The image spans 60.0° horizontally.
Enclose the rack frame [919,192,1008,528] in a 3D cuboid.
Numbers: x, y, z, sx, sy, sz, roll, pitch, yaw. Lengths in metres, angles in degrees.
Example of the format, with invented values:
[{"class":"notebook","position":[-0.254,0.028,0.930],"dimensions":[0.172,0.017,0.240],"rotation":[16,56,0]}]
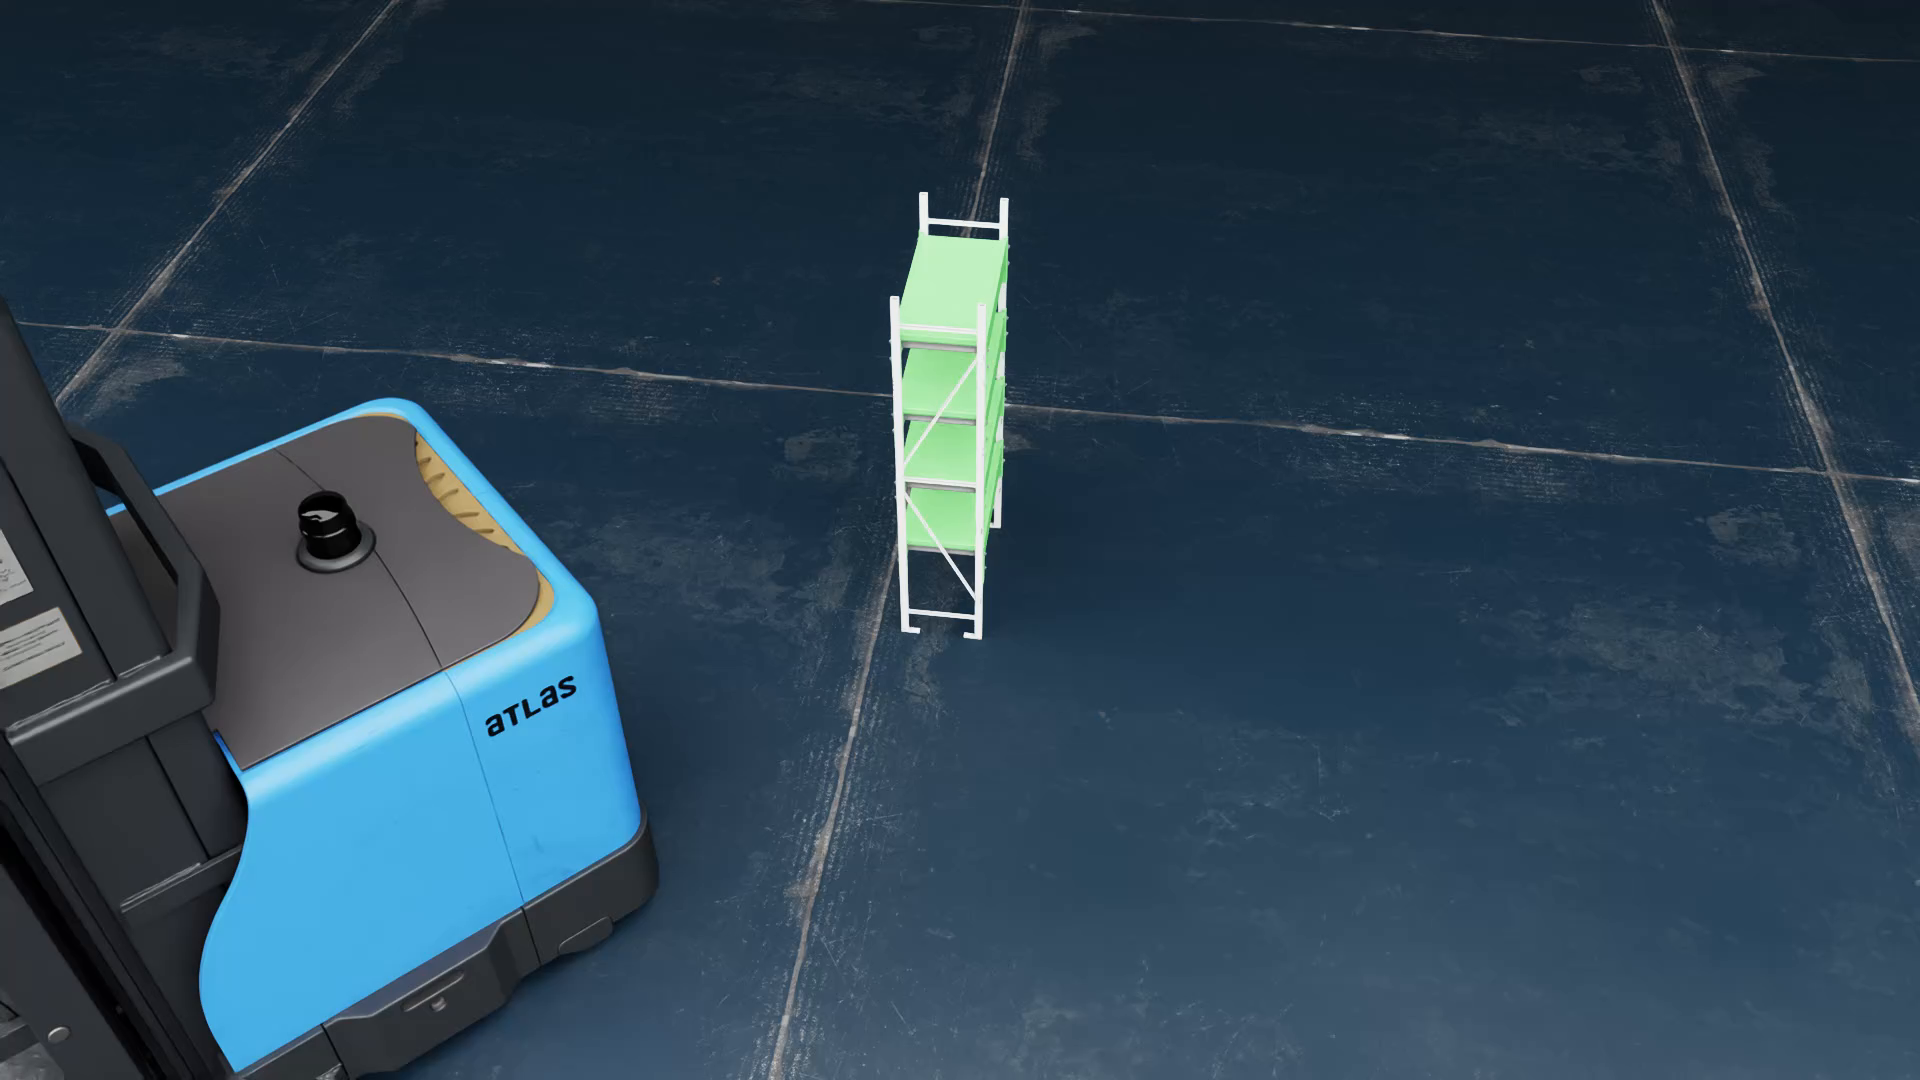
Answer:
[{"class":"rack frame","position":[0.010,-0.489,4.894],"dimensions":[0.240,1.200,0.015],"rotation":[5,44,6]}]

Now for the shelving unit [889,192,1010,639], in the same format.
[{"class":"shelving unit","position":[-0.022,-0.323,4.718],"dimensions":[0.258,1.200,0.503],"rotation":[5,44,6]}]

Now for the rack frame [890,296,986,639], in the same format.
[{"class":"rack frame","position":[-0.054,-0.157,4.543],"dimensions":[0.240,1.200,0.015],"rotation":[5,44,6]}]

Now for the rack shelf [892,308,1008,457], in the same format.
[{"class":"rack shelf","position":[-0.022,-0.451,4.597],"dimensions":[0.258,0.148,0.480],"rotation":[5,44,6]}]

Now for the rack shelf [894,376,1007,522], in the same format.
[{"class":"rack shelf","position":[-0.022,-0.276,4.762],"dimensions":[0.258,0.148,0.480],"rotation":[5,44,6]}]

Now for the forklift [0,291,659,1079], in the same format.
[{"class":"forklift","position":[-2.234,0.231,2.875],"dimensions":[3.031,2.935,1.130],"rotation":[-29,50,-27]}]

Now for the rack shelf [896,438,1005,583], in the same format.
[{"class":"rack shelf","position":[-0.022,-0.102,4.927],"dimensions":[0.258,0.148,0.480],"rotation":[5,44,6]}]

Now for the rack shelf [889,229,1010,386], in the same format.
[{"class":"rack shelf","position":[-0.022,-0.625,4.432],"dimensions":[0.258,0.148,0.480],"rotation":[5,44,6]}]
